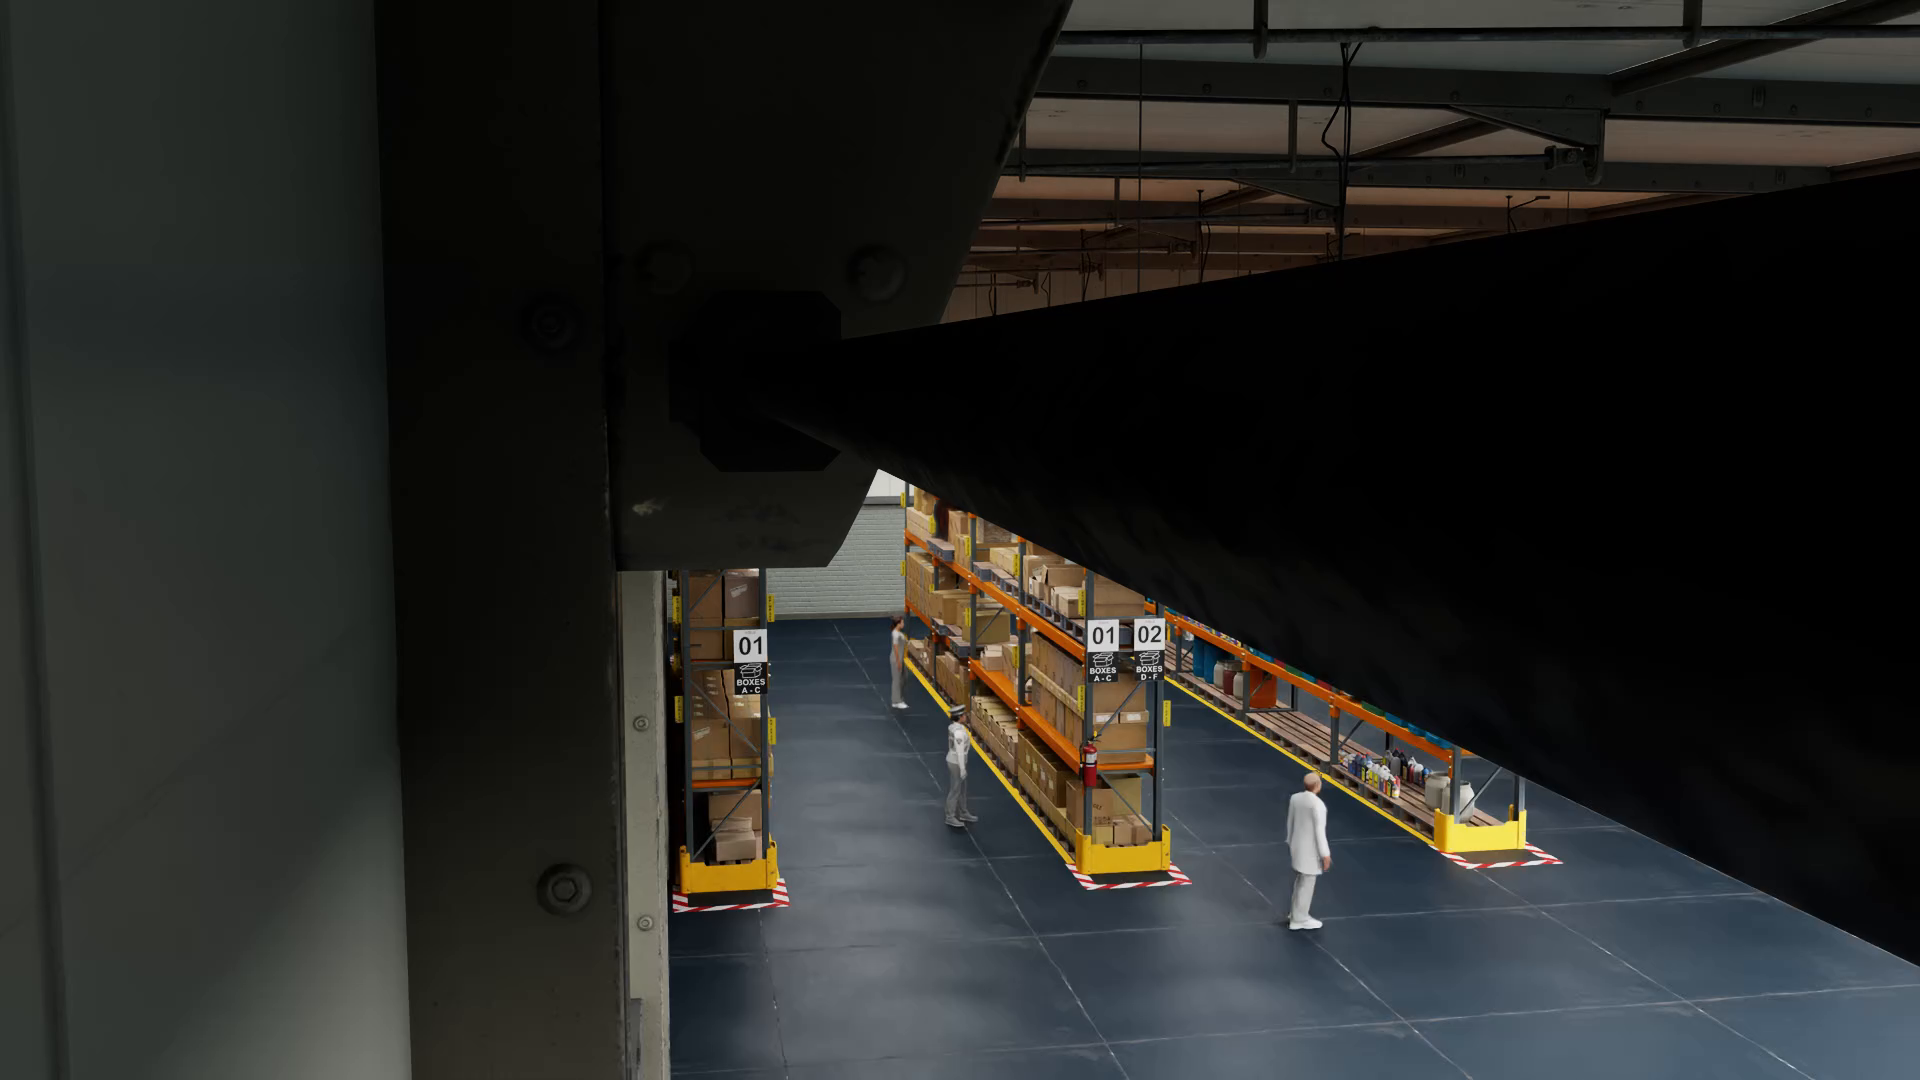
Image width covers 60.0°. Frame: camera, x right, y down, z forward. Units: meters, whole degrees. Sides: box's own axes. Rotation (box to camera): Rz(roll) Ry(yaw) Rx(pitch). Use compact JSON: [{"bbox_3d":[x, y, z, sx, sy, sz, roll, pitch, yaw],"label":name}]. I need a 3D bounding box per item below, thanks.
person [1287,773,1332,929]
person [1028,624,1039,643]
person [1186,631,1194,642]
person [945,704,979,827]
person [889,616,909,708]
[{"bbox_3d":[3.957,3.530,18.787,0.486,1.823,0.683,-2,6,-22],"label":"person"},{"bbox_3d":[1.613,1.901,33.560,0.449,1.635,0.931,-2,6,-16],"label":"person"},{"bbox_3d":[5.407,1.555,38.616,0.478,1.597,0.523,-2,6,-18],"label":"person"},{"bbox_3d":[0.040,3.119,23.014,0.490,1.692,0.537,-1,6,-6],"label":"person"},{"bbox_3d":[-1.128,2.249,30.424,0.350,1.736,0.509,1,6,5],"label":"person"}]
